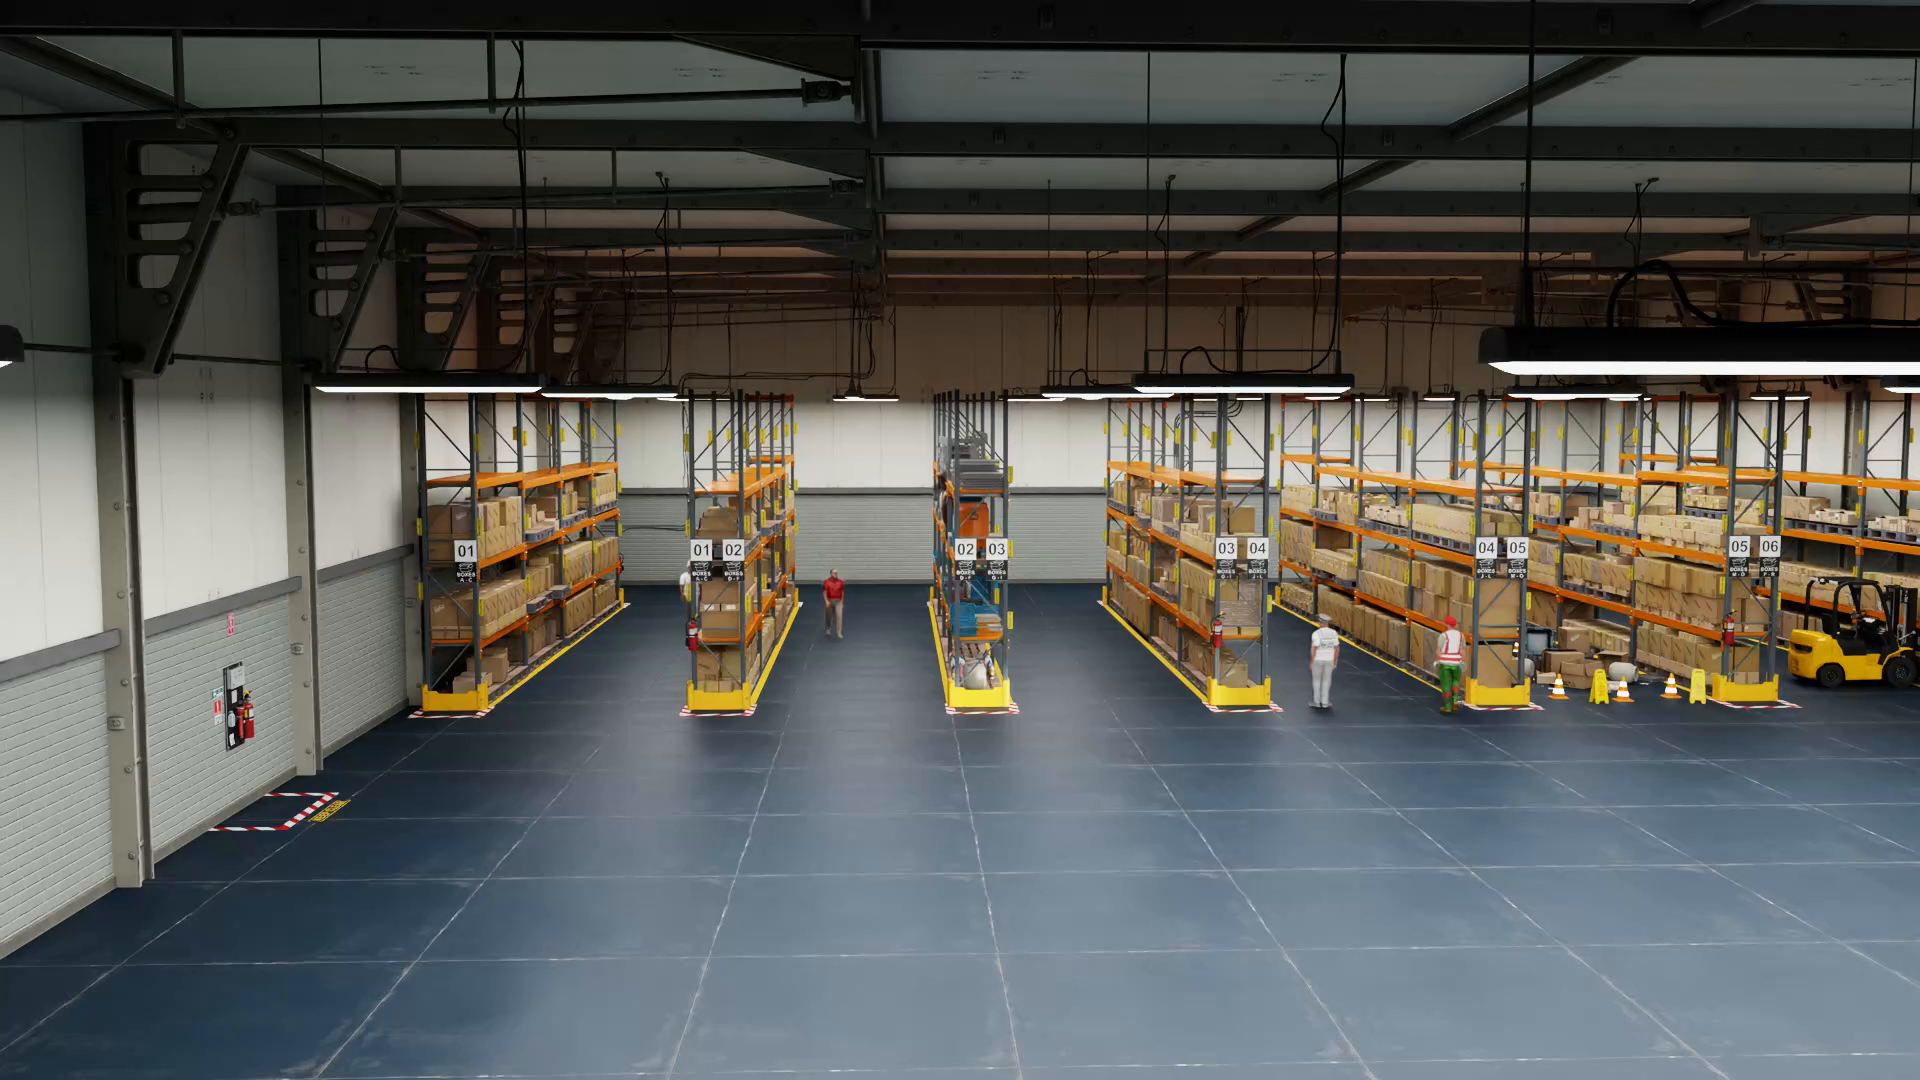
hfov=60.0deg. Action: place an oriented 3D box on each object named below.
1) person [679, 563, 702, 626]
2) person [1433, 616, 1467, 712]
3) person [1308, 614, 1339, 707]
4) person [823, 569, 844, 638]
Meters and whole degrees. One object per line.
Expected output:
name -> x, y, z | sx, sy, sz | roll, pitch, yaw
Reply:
person -> -6.868, 1.414, 42.316 | 0.529, 1.724, 1.042 | 0, 5, -1
person -> 9.107, 2.306, 30.907 | 0.587, 1.816, 0.453 | 1, 5, 7
person -> 6.880, 2.270, 31.412 | 0.560, 1.771, 0.416 | 0, 5, 6
person -> -3.092, 1.550, 40.815 | 0.556, 1.672, 1.033 | -1, 5, -10
